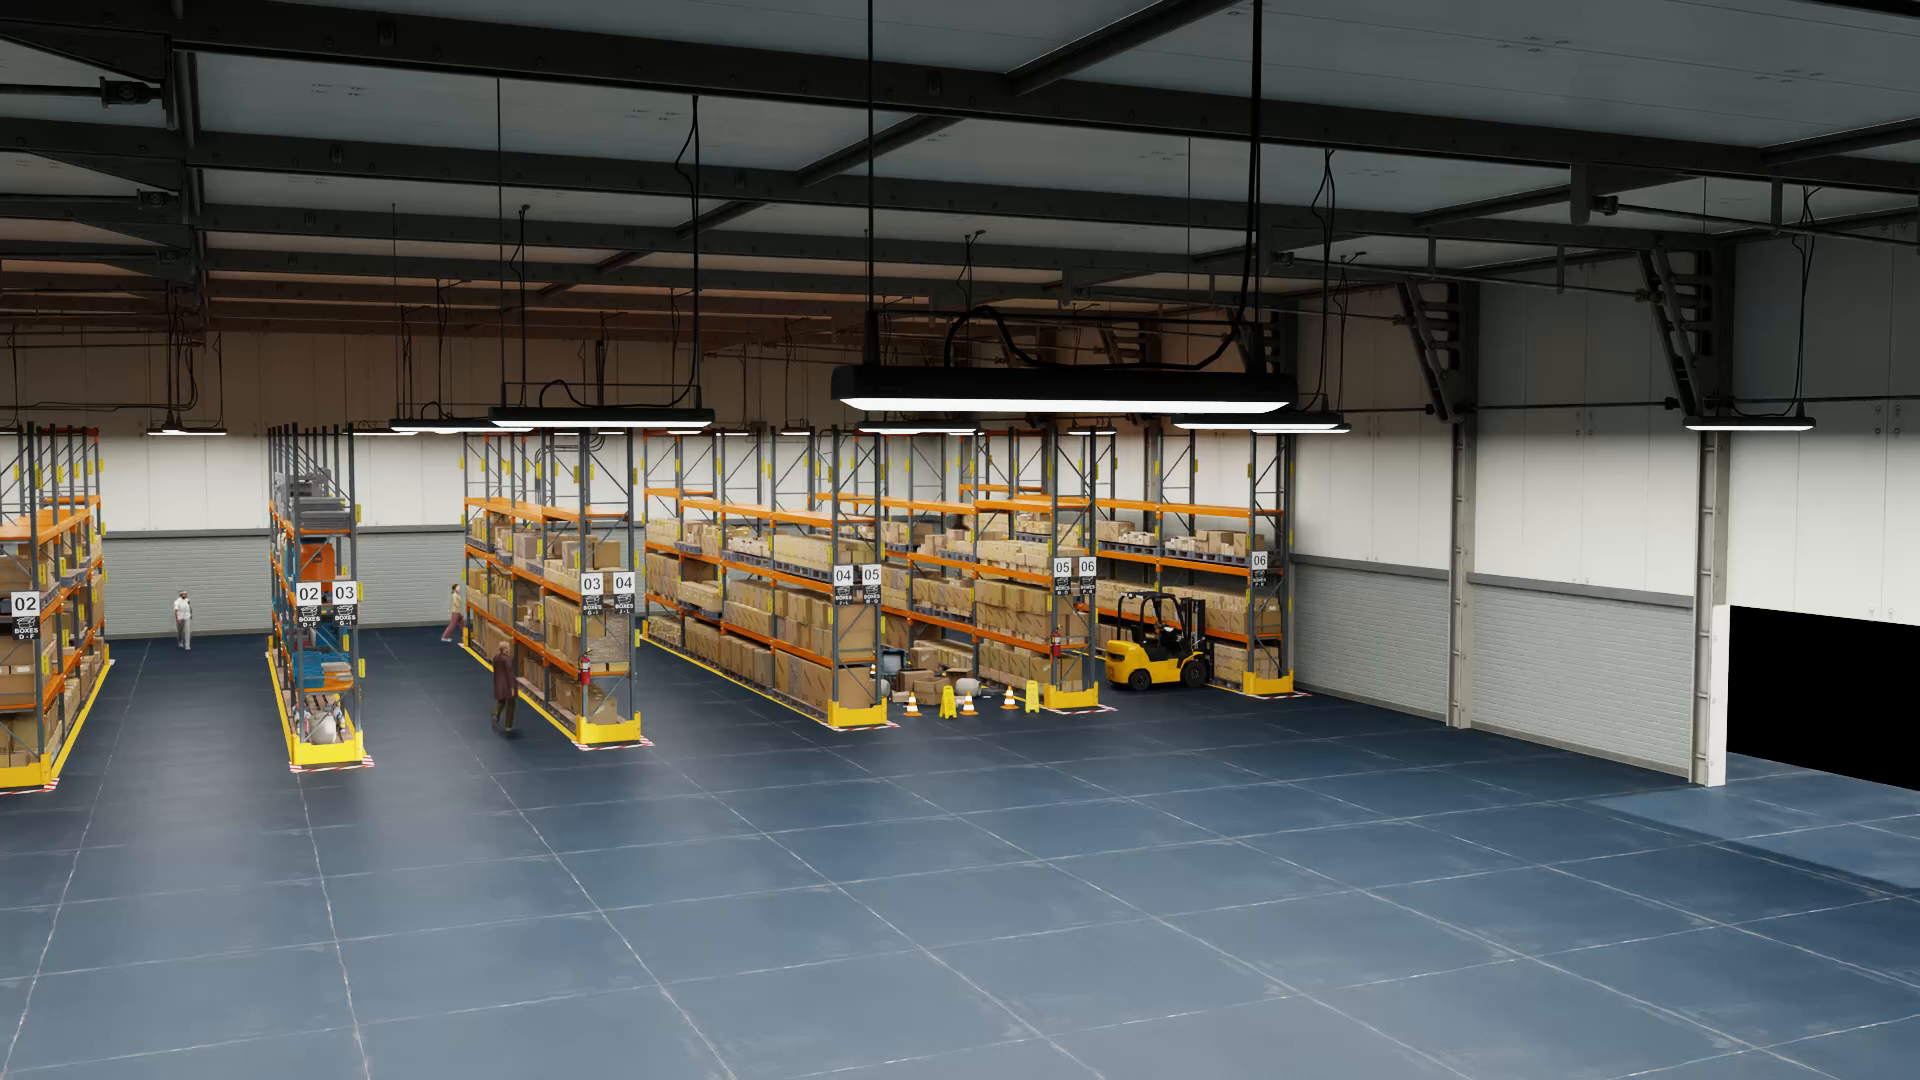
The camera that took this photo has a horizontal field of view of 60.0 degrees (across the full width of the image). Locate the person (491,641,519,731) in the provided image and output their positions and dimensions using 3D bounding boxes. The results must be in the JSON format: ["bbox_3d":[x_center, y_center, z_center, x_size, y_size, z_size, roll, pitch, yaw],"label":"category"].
[{"bbox_3d":[-8.892,2.850,32.349,0.536,1.764,0.778,1,4,11],"label":"person"}]

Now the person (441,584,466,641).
[{"bbox_3d":[-14.131,2.032,46.851,1.038,1.597,0.546,-2,4,-34],"label":"person"}]

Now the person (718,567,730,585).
[{"bbox_3d":[-7.434,1.686,51.819,0.665,1.743,0.988,3,4,36],"label":"person"}]

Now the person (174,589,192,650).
[{"bbox_3d":[-21.041,2.146,45.058,0.430,1.642,0.979,-2,4,-24],"label":"person"}]
